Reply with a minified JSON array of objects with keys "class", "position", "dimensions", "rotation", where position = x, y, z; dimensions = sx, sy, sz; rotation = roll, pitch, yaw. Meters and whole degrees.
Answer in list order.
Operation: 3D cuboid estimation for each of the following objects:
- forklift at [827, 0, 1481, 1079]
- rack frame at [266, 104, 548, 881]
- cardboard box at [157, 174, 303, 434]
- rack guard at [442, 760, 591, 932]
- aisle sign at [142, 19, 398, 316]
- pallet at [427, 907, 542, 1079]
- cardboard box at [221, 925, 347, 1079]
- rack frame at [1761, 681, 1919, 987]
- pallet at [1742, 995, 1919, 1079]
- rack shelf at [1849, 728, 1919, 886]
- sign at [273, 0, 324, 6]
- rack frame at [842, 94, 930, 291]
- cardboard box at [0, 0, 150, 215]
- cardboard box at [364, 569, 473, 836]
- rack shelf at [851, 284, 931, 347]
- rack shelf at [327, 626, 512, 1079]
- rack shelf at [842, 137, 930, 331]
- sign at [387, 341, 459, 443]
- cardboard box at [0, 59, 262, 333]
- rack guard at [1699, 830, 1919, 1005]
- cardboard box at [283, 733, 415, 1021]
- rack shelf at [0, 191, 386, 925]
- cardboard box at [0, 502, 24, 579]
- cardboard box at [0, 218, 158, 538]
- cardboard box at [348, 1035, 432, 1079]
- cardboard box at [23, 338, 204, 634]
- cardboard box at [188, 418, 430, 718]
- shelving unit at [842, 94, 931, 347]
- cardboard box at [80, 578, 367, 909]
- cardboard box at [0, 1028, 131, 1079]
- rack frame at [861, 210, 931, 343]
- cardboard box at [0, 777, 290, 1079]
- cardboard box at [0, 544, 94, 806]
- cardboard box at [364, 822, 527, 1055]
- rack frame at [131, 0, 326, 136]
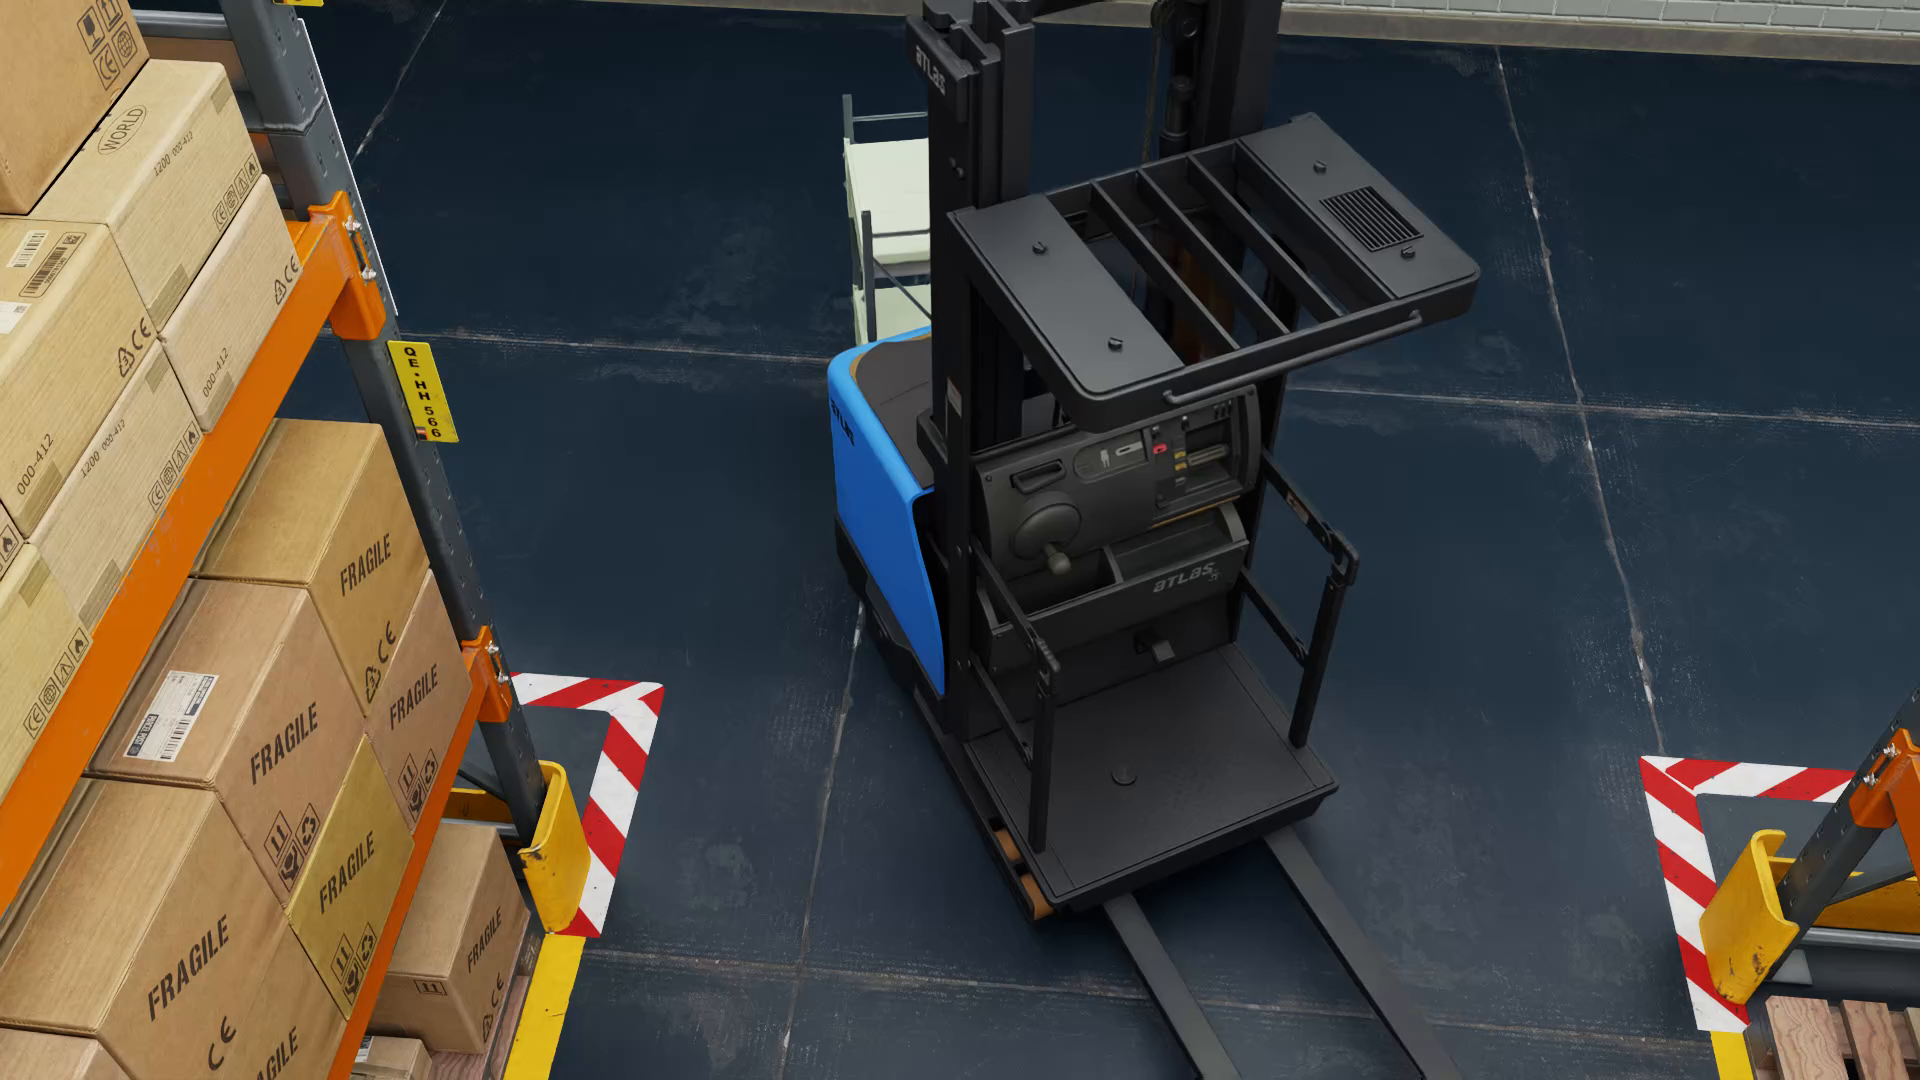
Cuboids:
[{"class":"forklift","position":[0.584,-0.085,4.867],"dimensions":[1.130,2.935,3.031],"rotation":[-19,50,-16]},{"class":"rack frame","position":[-1.864,0.085,4.665],"dimensions":[1.000,3.000,0.127],"rotation":[4,48,4]},{"class":"cardboard box","position":[-1.648,-0.481,3.252],"dimensions":[0.500,0.250,0.500],"rotation":[4,48,4]},{"class":"rack guard","position":[-1.871,0.985,5.536],"dimensions":[1.175,0.500,0.348],"rotation":[4,48,4]},{"class":"aisle sign","position":[-1.553,-0.821,3.733],"dimensions":[0.394,0.787,0.004],"rotation":[4,48,4]},{"class":"pallet","position":[-1.943,1.668,5.107],"dimensions":[1.003,0.211,1.213],"rotation":[4,48,4]},{"class":"cardboard box","position":[-1.728,1.147,3.626],"dimensions":[0.500,0.500,0.500],"rotation":[4,48,4]},{"class":"rack frame","position":[3.068,0.421,4.358],"dimensions":[1.000,3.000,0.127],"rotation":[4,48,4]},{"class":"pallet","position":[2.955,1.966,4.835],"dimensions":[1.003,0.211,1.213],"rotation":[4,48,4]},{"class":"rack shelf","position":[2.886,2.134,3.279],"dimensions":[1.077,0.370,4.000],"rotation":[4,48,4]},{"class":"sign","position":[-1.313,-1.174,3.184],"dimensions":[0.100,0.325,0.005],"rotation":[4,48,4]},{"class":"rack frame","position":[-0.246,-1.188,6.846],"dimensions":[0.400,1.500,0.023],"rotation":[-6,48,-5]},{"class":"cardboard box","position":[-1.895,-0.919,2.806],"dimensions":[0.700,0.500,0.500],"rotation":[4,48,4]},{"class":"cardboard box","position":[-1.634,0.399,4.310],"dimensions":[0.500,0.500,0.500],"rotation":[5,48,5]},{"class":"rack shelf","position":[-0.196,-0.700,6.842],"dimensions":[0.431,0.370,0.720],"rotation":[-6,48,-5]},{"class":"rack shelf","position":[-2.046,1.798,3.586],"dimensions":[1.077,0.370,4.000],"rotation":[4,48,4]},{"class":"rack shelf","position":[-0.196,-1.184,6.313],"dimensions":[0.431,0.370,0.720],"rotation":[-6,48,-5]},{"class":"sign","position":[-1.313,-0.360,4.074],"dimensions":[0.100,0.325,0.005],"rotation":[4,48,4]},{"class":"cardboard box","position":[-1.657,-0.650,3.068],"dimensions":[0.500,0.250,0.500],"rotation":[4,48,4]},{"class":"rack guard","position":[3.058,1.246,5.297],"dimensions":[1.175,0.500,0.348],"rotation":[4,48,4]},{"class":"cardboard box","position":[-1.678,0.781,3.961],"dimensions":[0.500,0.500,0.500],"rotation":[4,48,4]},{"class":"rack shelf","position":[-2.046,0.786,2.479],"dimensions":[1.077,0.370,4.000],"rotation":[4,48,4]},{"class":"cardboard box","position":[-1.751,0.084,2.396],"dimensions":[0.500,0.250,0.500],"rotation":[4,48,4]},{"class":"cardboard box","position":[-1.702,-0.283,2.732],"dimensions":[0.500,0.250,0.500],"rotation":[4,48,4]},{"class":"cardboard box","position":[-1.795,1.601,4.901],"dimensions":[0.380,0.166,0.250],"rotation":[4,48,4]},{"class":"cardboard box","position":[-1.705,-0.114,2.917],"dimensions":[0.500,0.250,0.500],"rotation":[4,48,4]},{"class":"cardboard box","position":[-1.631,0.060,3.943],"dimensions":[0.500,0.500,0.500],"rotation":[3,48,3]},{"class":"shelving unit","position":[-0.196,-0.920,6.601],"dimensions":[0.431,1.500,0.755],"rotation":[-6,48,-5]},{"class":"cardboard box","position":[-1.676,0.431,3.603],"dimensions":[0.500,0.500,0.500],"rotation":[5,48,5]},{"class":"cardboard box","position":[-1.765,1.190,2.910],"dimensions":[0.500,0.500,0.500],"rotation":[5,48,5]},{"class":"rack frame","position":[-0.145,-0.653,6.357],"dimensions":[0.400,1.500,0.023],"rotation":[-6,48,-5]},{"class":"cardboard box","position":[-1.718,0.812,3.255],"dimensions":[0.500,0.500,0.500],"rotation":[5,48,5]},{"class":"cardboard box","position":[-1.737,0.254,2.580],"dimensions":[0.500,0.250,0.500],"rotation":[4,48,4]},{"class":"cardboard box","position":[-1.668,1.197,5.044],"dimensions":[0.500,0.500,0.500],"rotation":[4,48,4]},{"class":"rack frame","position":[-1.864,-1.939,2.451],"dimensions":[1.000,3.000,0.127],"rotation":[4,48,4]}]
